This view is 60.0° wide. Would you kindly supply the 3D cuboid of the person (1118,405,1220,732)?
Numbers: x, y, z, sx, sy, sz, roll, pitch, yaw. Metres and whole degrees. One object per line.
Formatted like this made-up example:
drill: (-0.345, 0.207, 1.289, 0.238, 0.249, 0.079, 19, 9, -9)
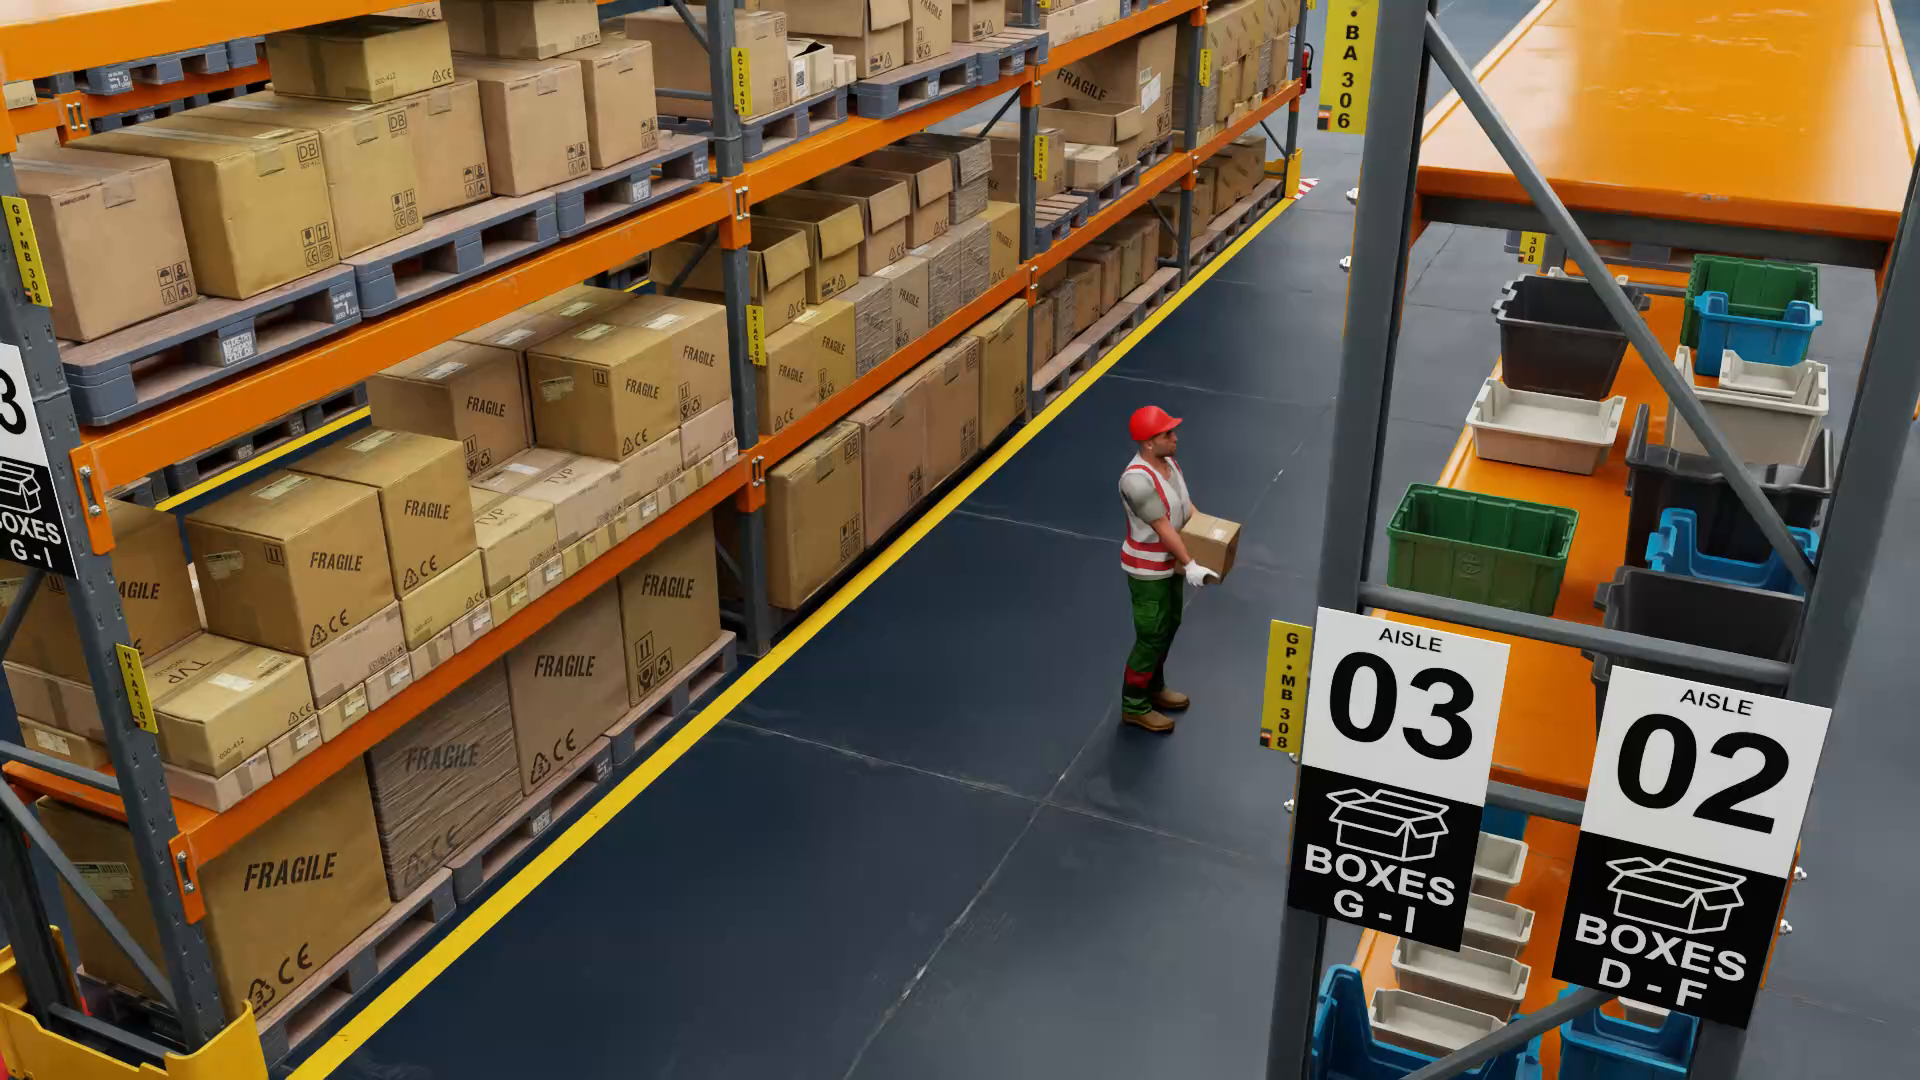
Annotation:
person: (1.129, 0.158, 8.767, 0.573, 1.782, 0.494, 11, 28, 22)
